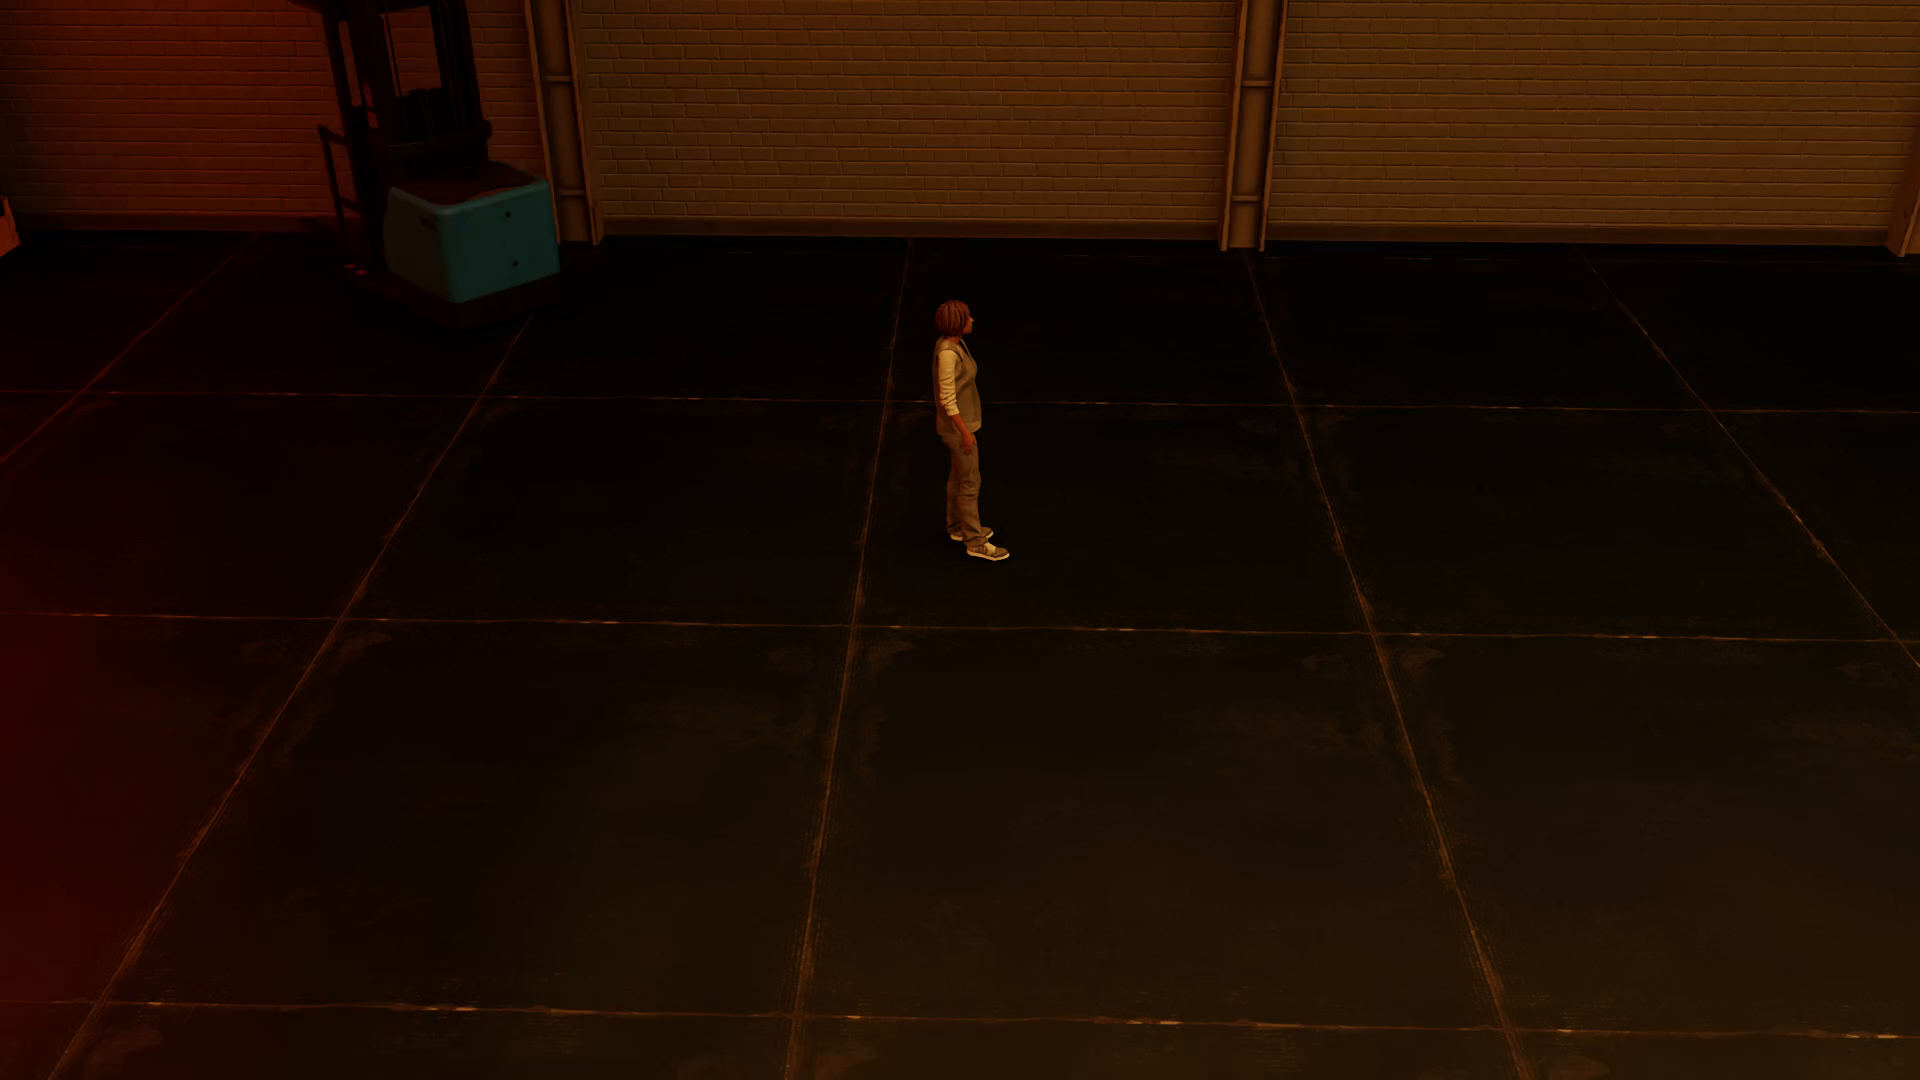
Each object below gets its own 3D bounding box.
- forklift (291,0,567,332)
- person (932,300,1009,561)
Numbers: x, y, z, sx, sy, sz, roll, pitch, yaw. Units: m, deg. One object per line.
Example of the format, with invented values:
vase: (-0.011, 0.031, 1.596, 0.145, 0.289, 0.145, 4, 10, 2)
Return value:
forklift: (-4.660, -3.552, 13.637, 3.031, 2.935, 1.130, 26, 40, 37)
person: (0.073, -0.686, 10.077, 0.475, 1.597, 0.520, 1, 31, 1)
